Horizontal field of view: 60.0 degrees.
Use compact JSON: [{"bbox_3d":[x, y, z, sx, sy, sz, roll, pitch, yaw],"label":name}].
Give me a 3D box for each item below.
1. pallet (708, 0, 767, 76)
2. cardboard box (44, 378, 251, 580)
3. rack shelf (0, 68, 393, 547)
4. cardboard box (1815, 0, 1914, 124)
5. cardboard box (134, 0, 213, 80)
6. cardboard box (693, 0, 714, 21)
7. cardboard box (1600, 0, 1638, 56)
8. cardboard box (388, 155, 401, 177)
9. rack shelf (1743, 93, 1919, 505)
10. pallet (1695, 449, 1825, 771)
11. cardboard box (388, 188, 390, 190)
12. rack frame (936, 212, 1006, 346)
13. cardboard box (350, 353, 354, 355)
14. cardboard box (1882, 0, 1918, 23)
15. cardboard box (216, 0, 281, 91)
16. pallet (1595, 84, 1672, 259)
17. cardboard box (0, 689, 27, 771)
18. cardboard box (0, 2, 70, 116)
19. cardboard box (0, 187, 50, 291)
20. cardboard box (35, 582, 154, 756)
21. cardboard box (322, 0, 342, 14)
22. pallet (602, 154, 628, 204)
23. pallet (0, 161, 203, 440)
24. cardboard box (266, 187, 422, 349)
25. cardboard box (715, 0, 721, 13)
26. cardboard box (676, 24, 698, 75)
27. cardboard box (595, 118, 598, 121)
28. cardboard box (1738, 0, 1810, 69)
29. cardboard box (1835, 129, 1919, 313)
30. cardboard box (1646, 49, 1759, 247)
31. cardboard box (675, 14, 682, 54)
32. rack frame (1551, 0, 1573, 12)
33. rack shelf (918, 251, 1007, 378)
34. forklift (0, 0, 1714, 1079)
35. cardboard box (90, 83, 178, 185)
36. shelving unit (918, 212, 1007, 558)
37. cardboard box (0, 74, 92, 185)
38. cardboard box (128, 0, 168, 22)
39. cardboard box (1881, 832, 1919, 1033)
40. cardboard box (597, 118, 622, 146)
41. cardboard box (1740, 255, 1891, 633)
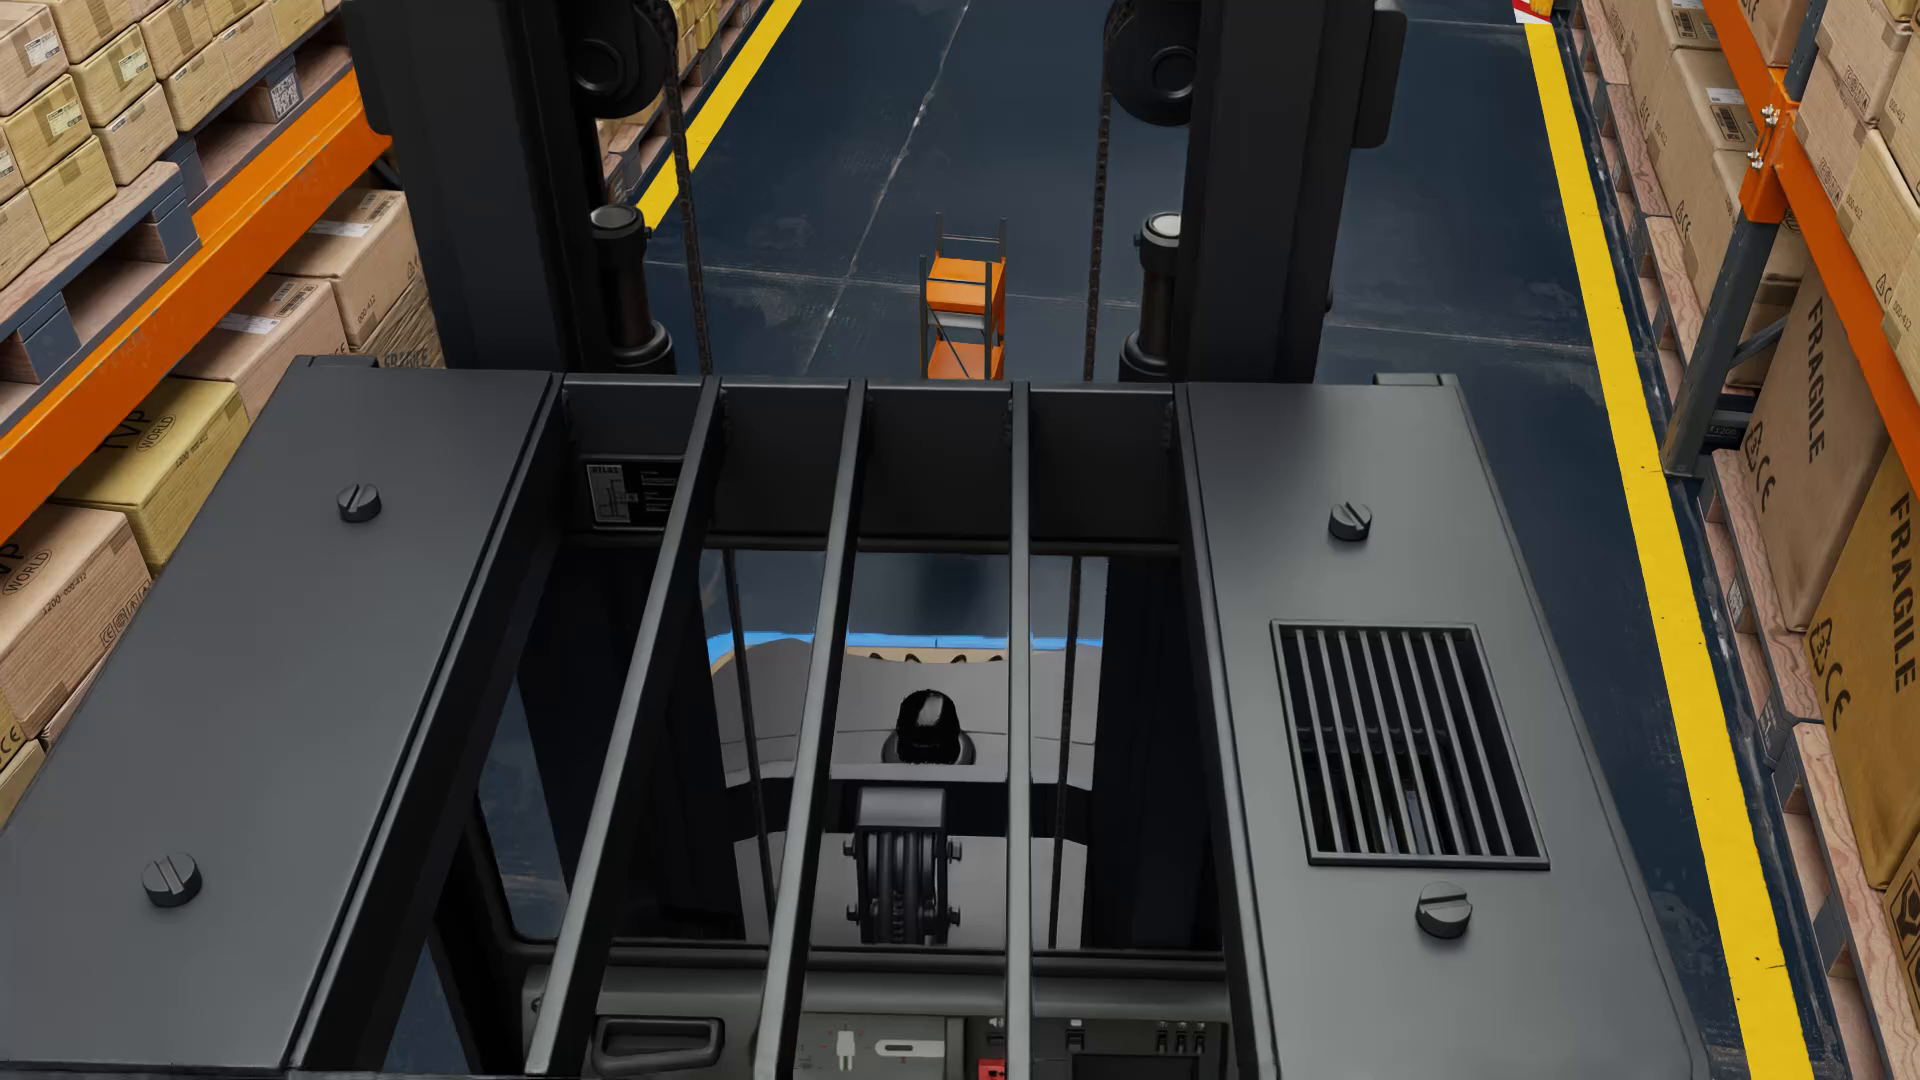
[{"bbox_3d":[-1.557,-2.714,8.367,1.003,0.211,1.213,6,40,8],"label":"pallet"},{"bbox_3d":[-2.120,-0.170,4.145,0.500,0.250,0.500,5,40,6],"label":"cardboard box"},{"bbox_3d":[-2.407,-0.300,3.823,1.077,0.370,4.000,6,40,8],"label":"rack shelf"},{"bbox_3d":[2.478,-1.240,4.121,0.500,0.250,0.500,5,40,6],"label":"cardboard box"},{"bbox_3d":[-2.068,-1.247,4.039,0.380,0.149,0.250,5,40,6],"label":"cardboard box"},{"bbox_3d":[-1.344,-2.505,7.600,0.380,0.149,0.250,7,40,8],"label":"cardboard box"},{"bbox_3d":[3.509,-2.609,7.733,0.875,0.438,0.875,5,40,6],"label":"cardboard box"},{"bbox_3d":[-1.797,-1.318,5.931,0.380,0.149,0.250,8,40,9],"label":"cardboard box"},{"bbox_3d":[2.486,0.183,3.240,1.077,0.370,4.000,6,40,8],"label":"rack shelf"},{"bbox_3d":[2.773,0.217,4.821,1.003,0.211,1.213,6,40,8],"label":"pallet"},{"bbox_3d":[-2.285,-1.414,6.280,0.380,0.149,0.250,5,40,6],"label":"cardboard box"},{"bbox_3d":[0.030,-0.515,5.049,0.200,1.050,0.008,6,40,8],"label":"rack frame"},{"bbox_3d":[-2.030,-0.216,4.790,0.500,0.500,0.500,6,40,7],"label":"cardboard box"},{"bbox_3d":[2.473,-1.529,3.882,0.500,0.500,0.500,7,40,8],"label":"cardboard box"},{"bbox_3d":[-2.024,-1.307,4.344,0.380,0.149,0.250,6,40,8],"label":"cardboard box"},{"bbox_3d":[3.250,-1.512,6.913,1.003,0.211,1.213,6,40,8],"label":"pallet"},{"bbox_3d":[-2.307,0.466,3.376,0.500,0.250,0.500,6,40,7],"label":"cardboard box"},{"bbox_3d":[-2.164,-1.035,3.549,0.380,0.149,0.250,5,40,6],"label":"cardboard box"},{"bbox_3d":[-2.203,-0.641,3.539,0.380,0.149,0.250,5,40,6],"label":"cardboard box"},{"bbox_3d":[-2.211,0.425,4.014,0.500,0.500,0.500,5,40,7],"label":"cardboard box"},{"bbox_3d":[-1.935,-1.626,4.730,0.380,0.149,0.250,6,40,7],"label":"cardboard box"},{"bbox_3d":[-1.979,-1.183,6.515,1.003,0.211,1.213,6,40,8],"label":"pallet"},{"bbox_3d":[-2.451,-0.495,3.645,1.003,0.211,1.213,6,40,8],"label":"pallet"},{"bbox_3d":[-1.941,-0.824,4.937,0.500,0.250,0.500,5,40,6],"label":"cardboard box"},{"bbox_3d":[-1.359,-2.567,7.909,0.380,0.149,0.250,7,40,8],"label":"cardboard box"},{"bbox_3d":[-1.409,-2.231,7.502,0.380,0.149,0.250,7,40,9],"label":"cardboard box"},{"bbox_3d":[-1.671,-1.697,6.623,0.380,0.149,0.250,4,40,5],"label":"cardboard box"},{"bbox_3d":[2.661,-1.708,4.883,0.500,0.500,0.500,7,40,8],"label":"cardboard box"},{"bbox_3d":[2.408,-0.720,3.885,0.500,0.250,0.500,5,40,7],"label":"cardboard box"},{"bbox_3d":[3.201,-1.468,6.353,0.875,0.438,0.875,5,40,6],"label":"cardboard box"},{"bbox_3d":[-1.427,-2.170,7.195,0.380,0.149,0.250,7,40,8],"label":"cardboard box"},{"bbox_3d":[3.524,-3.860,7.565,1.000,3.000,0.127,6,40,8],"label":"rack frame"},{"bbox_3d":[0.009,-0.649,4.782,0.215,0.259,0.240,6,40,8],"label":"rack shelf"},{"bbox_3d":[-0.090,0.822,1.955,1.130,2.935,3.031,1,40,1],"label":"forklift"},{"bbox_3d":[-2.110,-0.974,3.942,0.380,0.149,0.250,5,40,6],"label":"cardboard box"},{"bbox_3d":[0.009,-0.438,4.956,0.215,1.050,0.252,6,40,8],"label":"shelving unit"},{"bbox_3d":[-2.160,-0.913,3.634,0.380,0.149,0.250,7,40,8],"label":"cardboard box"},{"bbox_3d":[-2.075,-1.358,3.939,0.380,0.149,0.250,6,40,8],"label":"cardboard box"},{"bbox_3d":[2.500,0.834,3.225,0.875,0.875,0.875,7,40,8],"label":"cardboard box"},{"bbox_3d":[-1.637,-1.755,6.926,0.380,0.149,0.250,5,40,6],"label":"cardboard box"},{"bbox_3d":[2.804,-0.295,4.590,0.875,0.875,0.875,8,40,9],"label":"cardboard box"}]
